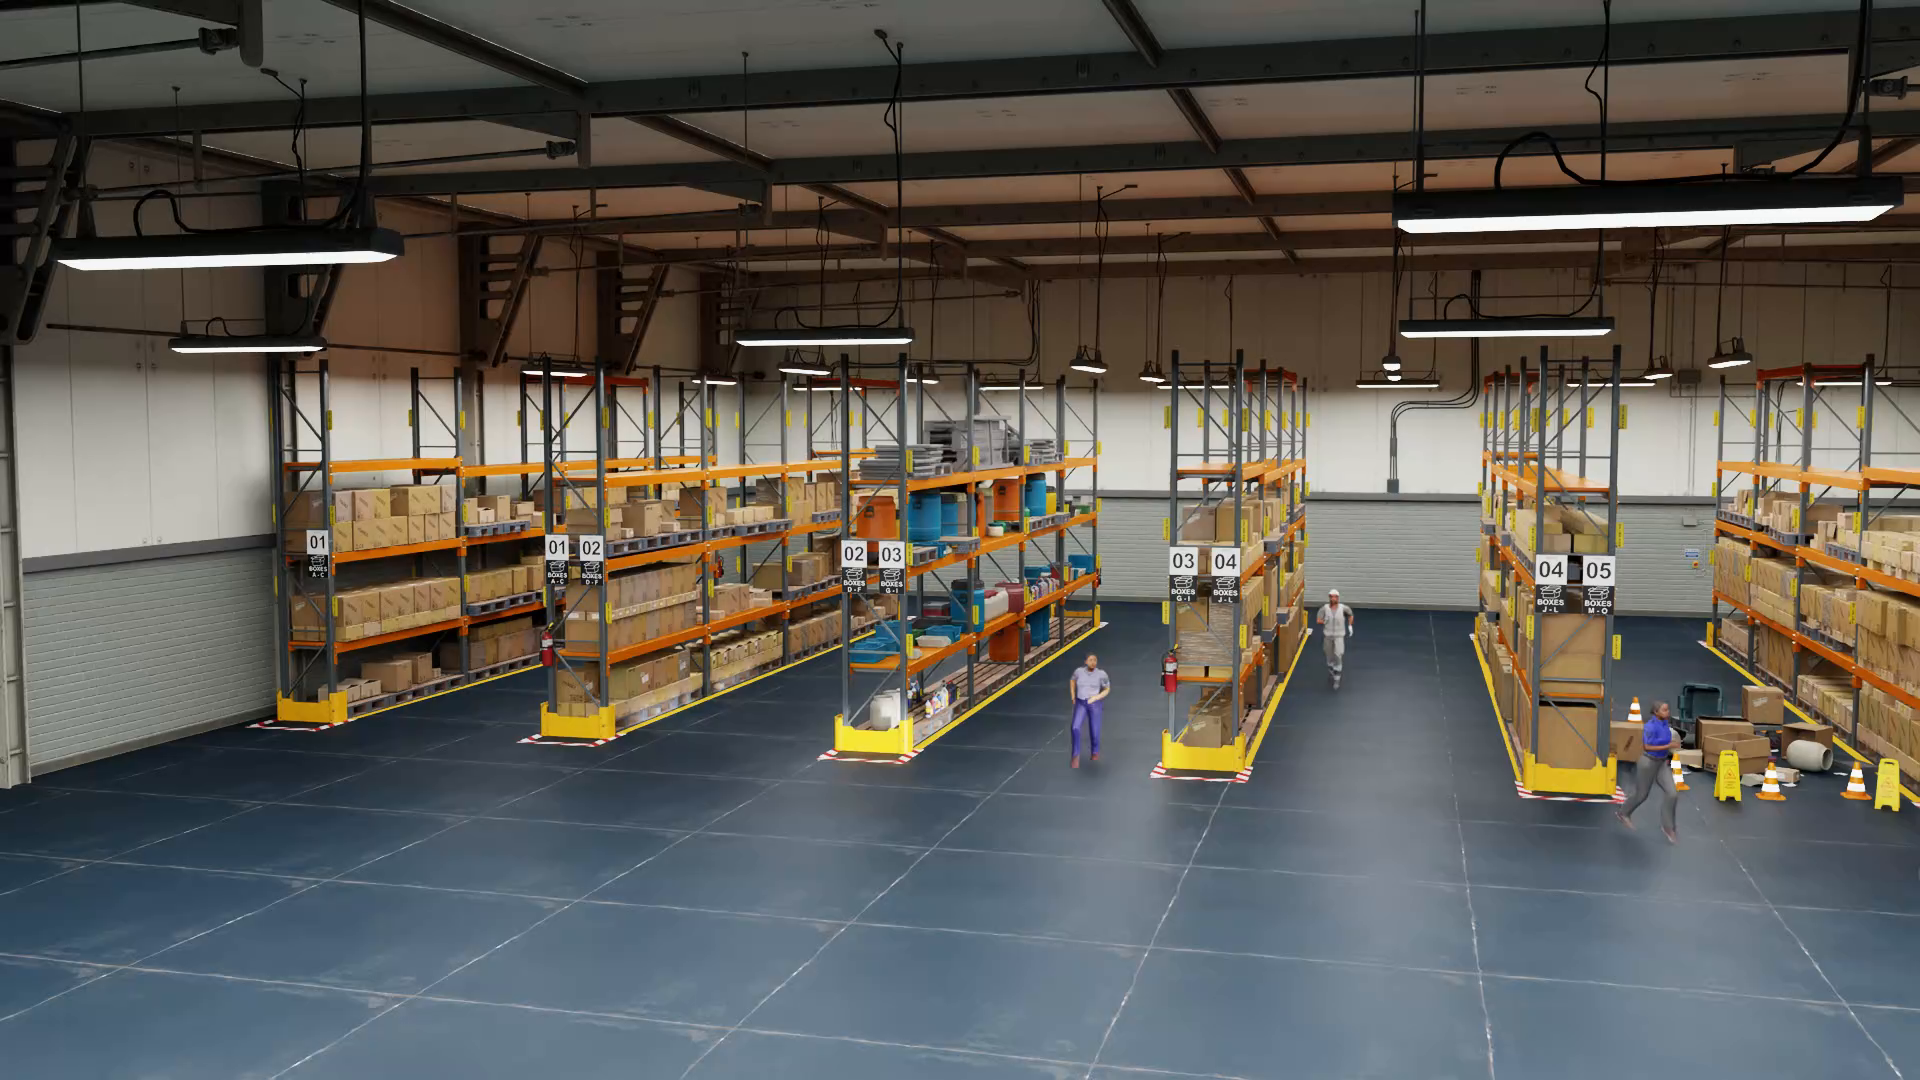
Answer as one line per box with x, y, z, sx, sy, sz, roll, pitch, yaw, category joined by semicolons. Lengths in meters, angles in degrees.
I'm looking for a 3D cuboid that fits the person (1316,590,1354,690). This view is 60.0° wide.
7.054;1.842;31.327;0.660;1.829;0.905;1;4;20;person

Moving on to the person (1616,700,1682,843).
8.281;2.766;19.968;0.562;1.719;0.844;-3;5;-32;person

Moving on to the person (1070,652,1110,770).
1.879;2.463;24.137;0.609;1.688;0.722;1;4;12;person
